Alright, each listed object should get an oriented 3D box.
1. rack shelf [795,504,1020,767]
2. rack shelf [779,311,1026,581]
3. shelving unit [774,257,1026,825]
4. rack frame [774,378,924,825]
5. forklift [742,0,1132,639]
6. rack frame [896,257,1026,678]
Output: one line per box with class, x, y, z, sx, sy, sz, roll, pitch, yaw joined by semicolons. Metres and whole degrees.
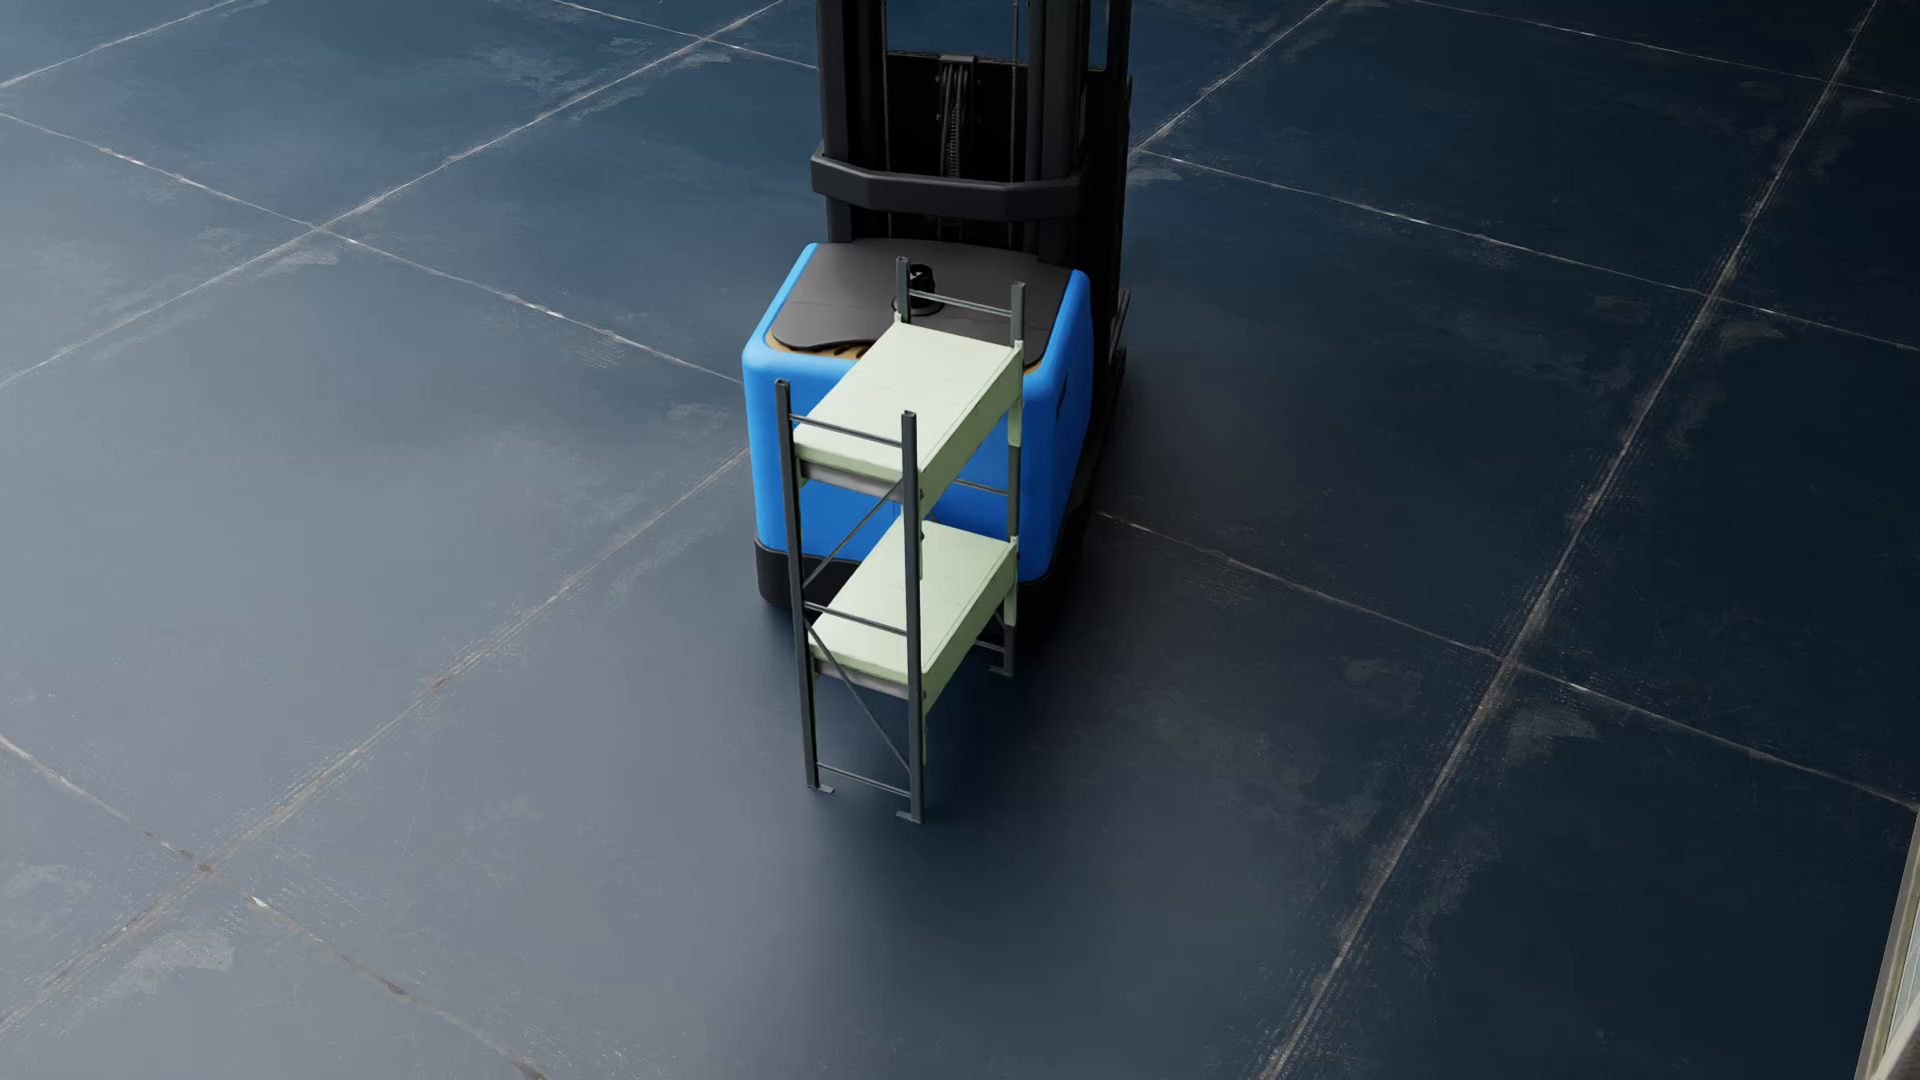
rack shelf;-0.148;0.281;5.191;0.431;0.370;0.720;15;40;19
rack shelf;-0.148;-0.286;4.753;0.431;0.370;0.720;15;40;19
shelving unit;-0.148;0.023;4.992;0.431;1.500;0.755;15;40;19
rack frame;-0.297;0.227;4.727;0.400;1.500;0.023;15;40;19
forklift;0.093;-1.723;6.085;1.130;2.935;3.031;7;38;9
rack frame;0.001;-0.181;5.256;0.400;1.500;0.023;15;40;19
